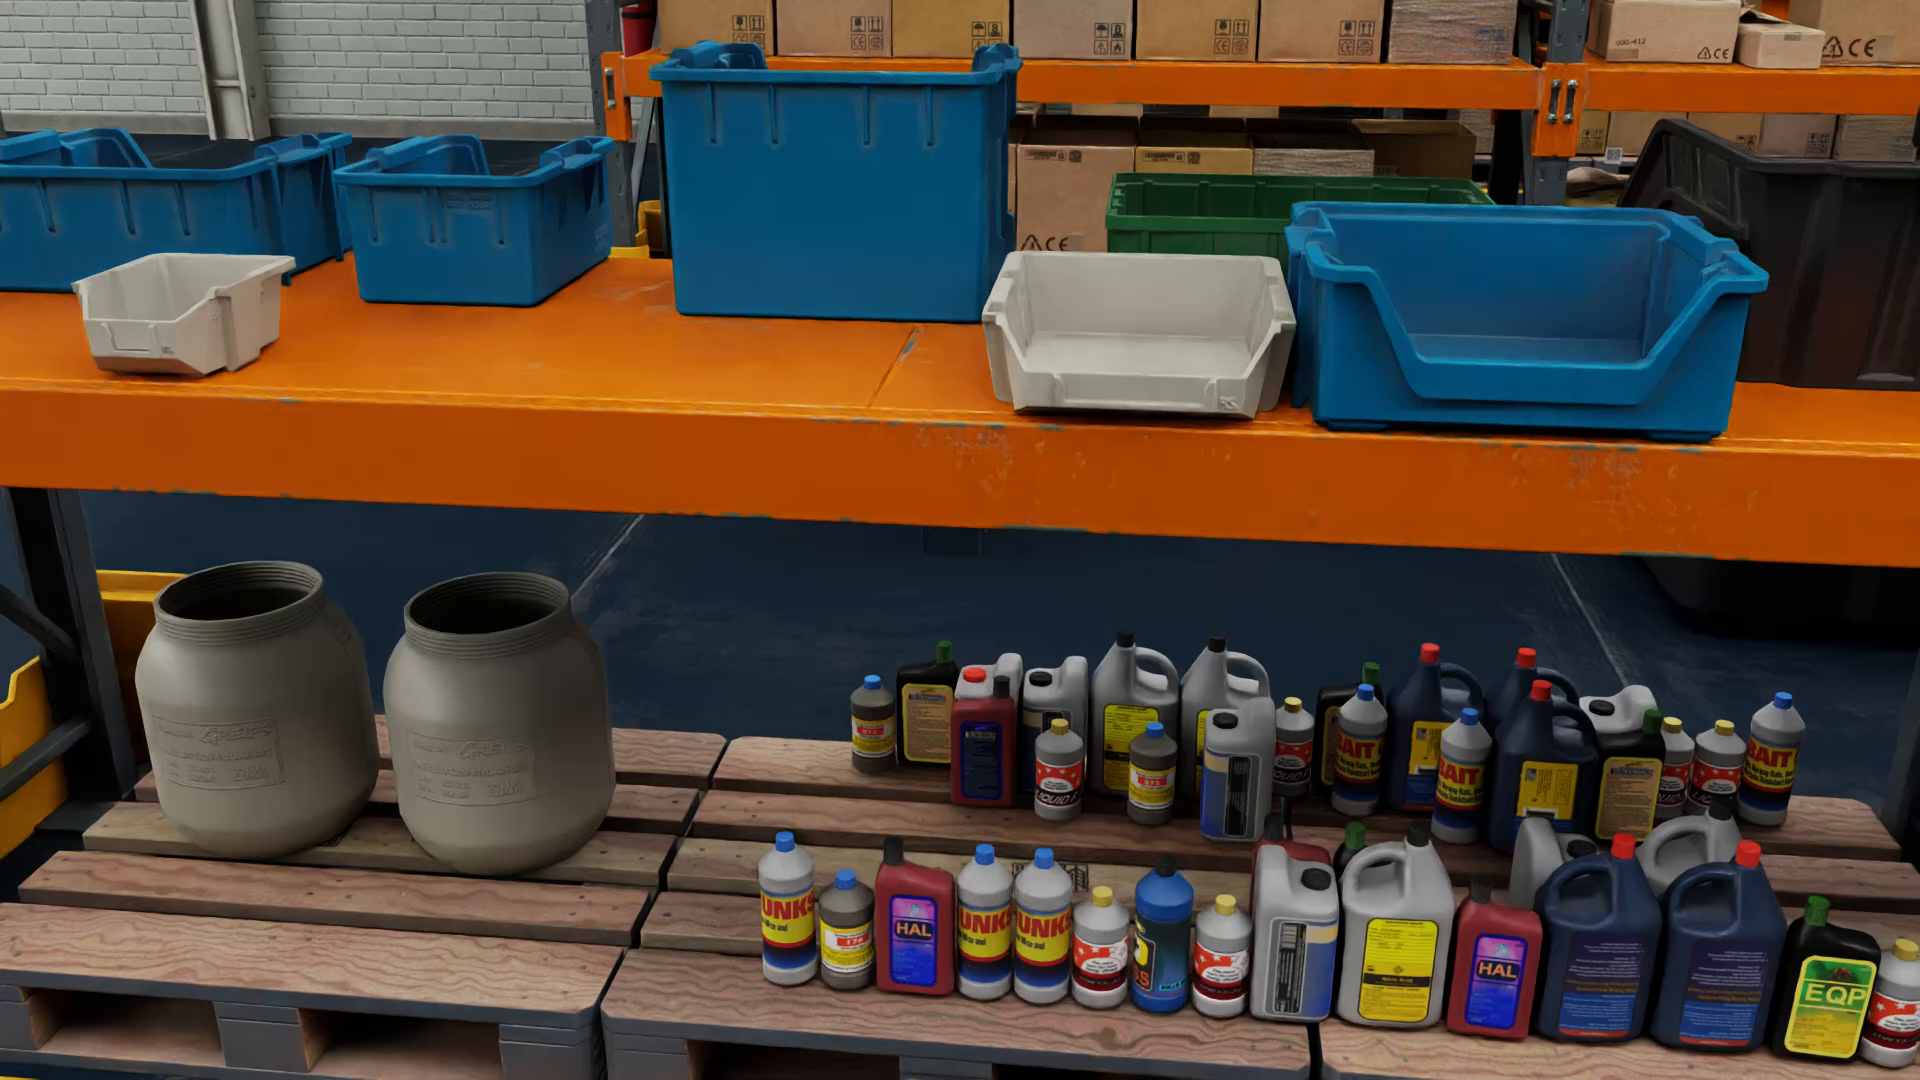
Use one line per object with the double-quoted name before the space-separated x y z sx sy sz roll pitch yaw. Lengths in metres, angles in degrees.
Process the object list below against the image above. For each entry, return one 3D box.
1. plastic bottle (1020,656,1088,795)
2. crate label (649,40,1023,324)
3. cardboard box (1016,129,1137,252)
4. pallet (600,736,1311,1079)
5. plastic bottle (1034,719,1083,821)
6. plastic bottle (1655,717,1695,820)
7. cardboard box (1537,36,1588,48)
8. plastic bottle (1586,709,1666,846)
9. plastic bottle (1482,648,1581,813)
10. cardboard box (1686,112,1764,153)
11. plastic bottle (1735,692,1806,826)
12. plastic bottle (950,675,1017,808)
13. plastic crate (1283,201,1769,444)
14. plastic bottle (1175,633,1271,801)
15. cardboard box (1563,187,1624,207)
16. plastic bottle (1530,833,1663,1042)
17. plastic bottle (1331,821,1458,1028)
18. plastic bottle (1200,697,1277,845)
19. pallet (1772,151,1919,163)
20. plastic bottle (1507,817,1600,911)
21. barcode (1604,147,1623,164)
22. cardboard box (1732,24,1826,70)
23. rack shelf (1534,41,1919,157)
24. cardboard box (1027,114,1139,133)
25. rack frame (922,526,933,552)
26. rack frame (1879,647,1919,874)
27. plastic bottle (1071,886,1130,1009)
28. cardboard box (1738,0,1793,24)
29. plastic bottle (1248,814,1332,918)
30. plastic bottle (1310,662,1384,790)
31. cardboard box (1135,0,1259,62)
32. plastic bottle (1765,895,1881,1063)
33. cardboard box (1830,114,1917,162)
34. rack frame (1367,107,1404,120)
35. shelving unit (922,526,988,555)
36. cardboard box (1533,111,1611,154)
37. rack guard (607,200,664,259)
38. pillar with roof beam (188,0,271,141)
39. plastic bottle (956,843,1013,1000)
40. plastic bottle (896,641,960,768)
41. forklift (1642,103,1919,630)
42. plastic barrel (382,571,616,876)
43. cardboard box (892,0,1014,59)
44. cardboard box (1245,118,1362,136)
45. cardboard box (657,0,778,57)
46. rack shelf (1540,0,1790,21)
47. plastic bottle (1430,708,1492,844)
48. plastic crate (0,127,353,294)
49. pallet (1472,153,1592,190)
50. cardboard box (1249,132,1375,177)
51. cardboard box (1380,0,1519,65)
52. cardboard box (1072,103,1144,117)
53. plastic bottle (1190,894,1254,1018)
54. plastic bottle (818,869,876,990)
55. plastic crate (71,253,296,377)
"plastic bottle" 0.198 0.381 3.502 0.135 0.276 0.152 2 22 5
"crate label" -0.203 -0.663 2.988 0.616 0.435 0.502 2 22 6
"cardboard box" 0.520 -1.530 7.380 0.500 0.500 0.500 2 22 6
"pallet" 0.033 0.747 3.264 1.213 0.211 1.003 2 22 6
"plastic bottle" 0.202 0.462 3.398 0.097 0.201 0.097 0 22 0
"plastic bottle" 1.443 0.460 3.404 0.097 0.201 0.097 0 22 0
"cardboard box" 4.246 -3.418 11.788 0.500 0.250 0.500 2 22 5
"plastic bottle" 1.309 0.466 3.278 0.133 0.283 0.061 2 22 6
"plastic bottle" 1.157 0.387 3.386 0.185 0.351 0.144 3 22 8
"cardboard box" 5.332 -3.028 11.821 0.500 0.500 0.700 2 22 6
"plastic bottle" 1.645 0.436 3.369 0.097 0.271 0.097 0 22 0
"plastic bottle" 0.048 0.411 3.417 0.133 0.283 0.061 2 22 6
"plastic crate" 0.779 -0.334 2.406 0.616 0.251 0.499 2 22 6
"plastic bottle" 0.548 0.360 3.453 0.185 0.351 0.144 2 22 6
"cardboard box" 2.878 -1.331 7.132 0.500 0.311 0.500 3 22 6
"plastic bottle" 1.046 0.642 2.740 0.185 0.351 0.144 1 22 4
"plastic bottle" 0.725 0.628 2.775 0.185 0.351 0.144 2 22 6
"plastic bottle" 0.555 0.450 3.327 0.135 0.276 0.152 2 22 6
"pallet" 6.272 -2.636 11.819 1.213 0.211 1.003 2 22 6
"plastic bottle" 1.038 0.622 2.893 0.135 0.276 0.152 2 22 6
"barcode" 2.701 -1.588 6.872 0.075 0.075 0.001 2 22 6
"cardboard box" 3.352 -2.033 6.843 0.250 0.149 0.380 2 22 6
"rack shelf" 4.483 -1.841 6.996 4.000 0.370 1.077 2 22 6
"cardboard box" 0.583 -1.726 7.875 0.500 0.500 0.500 2 22 6
"rack frame" -0.105 -0.563 5.231 0.006 1.200 0.240 2 22 6
"rack frame" 1.910 -0.454 2.508 0.127 3.000 1.000 2 22 6
"plastic bottle" 0.240 0.685 2.834 0.097 0.201 0.097 0 22 0
"cardboard box" 3.391 -2.229 7.180 0.258 0.266 0.396 2 22 5
"plastic bottle" 0.576 0.612 2.907 0.133 0.283 0.061 2 22 6
"plastic bottle" 0.811 0.388 3.476 0.133 0.283 0.061 3 22 9
"cardboard box" 1.033 -2.369 7.217 0.500 0.500 0.700 3 22 7
"plastic bottle" 1.393 0.704 2.675 0.133 0.283 0.061 4 22 9
"cardboard box" 6.327 -2.952 11.629 0.500 0.500 0.700 3 22 7
"rack frame" 3.076 -4.071 11.657 0.127 3.000 1.000 2 22 6
"shelving unit" -0.014 -0.559 5.221 0.189 1.200 0.258 2 22 6
"cardboard box" 4.328 -3.083 11.961 0.500 0.500 0.700 2 22 5
"rack guard" -1.499 -1.274 7.982 0.348 0.500 1.175 2 22 6
"pillar with roof beam" -6.564 -6.007 8.395 0.400 9.000 9.100 2 22 6
"plastic bottle" 0.042 0.644 2.843 0.097 0.271 0.097 0 22 0
"plastic bottle" -0.069 0.349 3.572 0.133 0.283 0.061 3 22 8
"forklift" 3.611 -1.223 4.547 3.031 2.935 1.130 2 22 6
"plastic barrel" -0.902 0.357 3.270 0.421 0.512 0.421 0 22 0
"cardboard box" 0.001 -2.412 7.326 0.500 0.500 0.700 3 22 7
"cardboard box" 1.575 -1.681 7.760 0.500 0.500 0.500 2 22 6
"cardboard box" -1.014 -2.457 7.439 0.500 0.500 0.700 3 22 6
"rack shelf" 5.062 -3.650 11.571 4.000 0.370 1.077 2 22 6
"plastic bottle" 0.999 0.462 3.305 0.097 0.271 0.097 0 22 0
"plastic crate" -1.530 -0.645 3.195 0.616 0.251 0.499 2 22 6
"pallet" 3.849 -2.741 12.086 1.213 0.211 1.003 2 22 6
"cardboard box" 1.515 -1.494 7.287 0.500 0.500 0.500 2 22 6
"cardboard box" 2.055 -2.326 7.107 0.500 0.500 0.700 2 22 5
"cardboard box" 1.069 -3.149 12.126 0.500 0.500 0.700 1 22 3
"plastic bottle" 0.444 0.694 2.812 0.097 0.201 0.097 0 22 0
"plastic bottle" -0.196 0.666 2.882 0.097 0.201 0.097 0 22 0
"plastic crate" -1.211 -0.348 2.599 0.250 0.136 0.298 2 22 6
